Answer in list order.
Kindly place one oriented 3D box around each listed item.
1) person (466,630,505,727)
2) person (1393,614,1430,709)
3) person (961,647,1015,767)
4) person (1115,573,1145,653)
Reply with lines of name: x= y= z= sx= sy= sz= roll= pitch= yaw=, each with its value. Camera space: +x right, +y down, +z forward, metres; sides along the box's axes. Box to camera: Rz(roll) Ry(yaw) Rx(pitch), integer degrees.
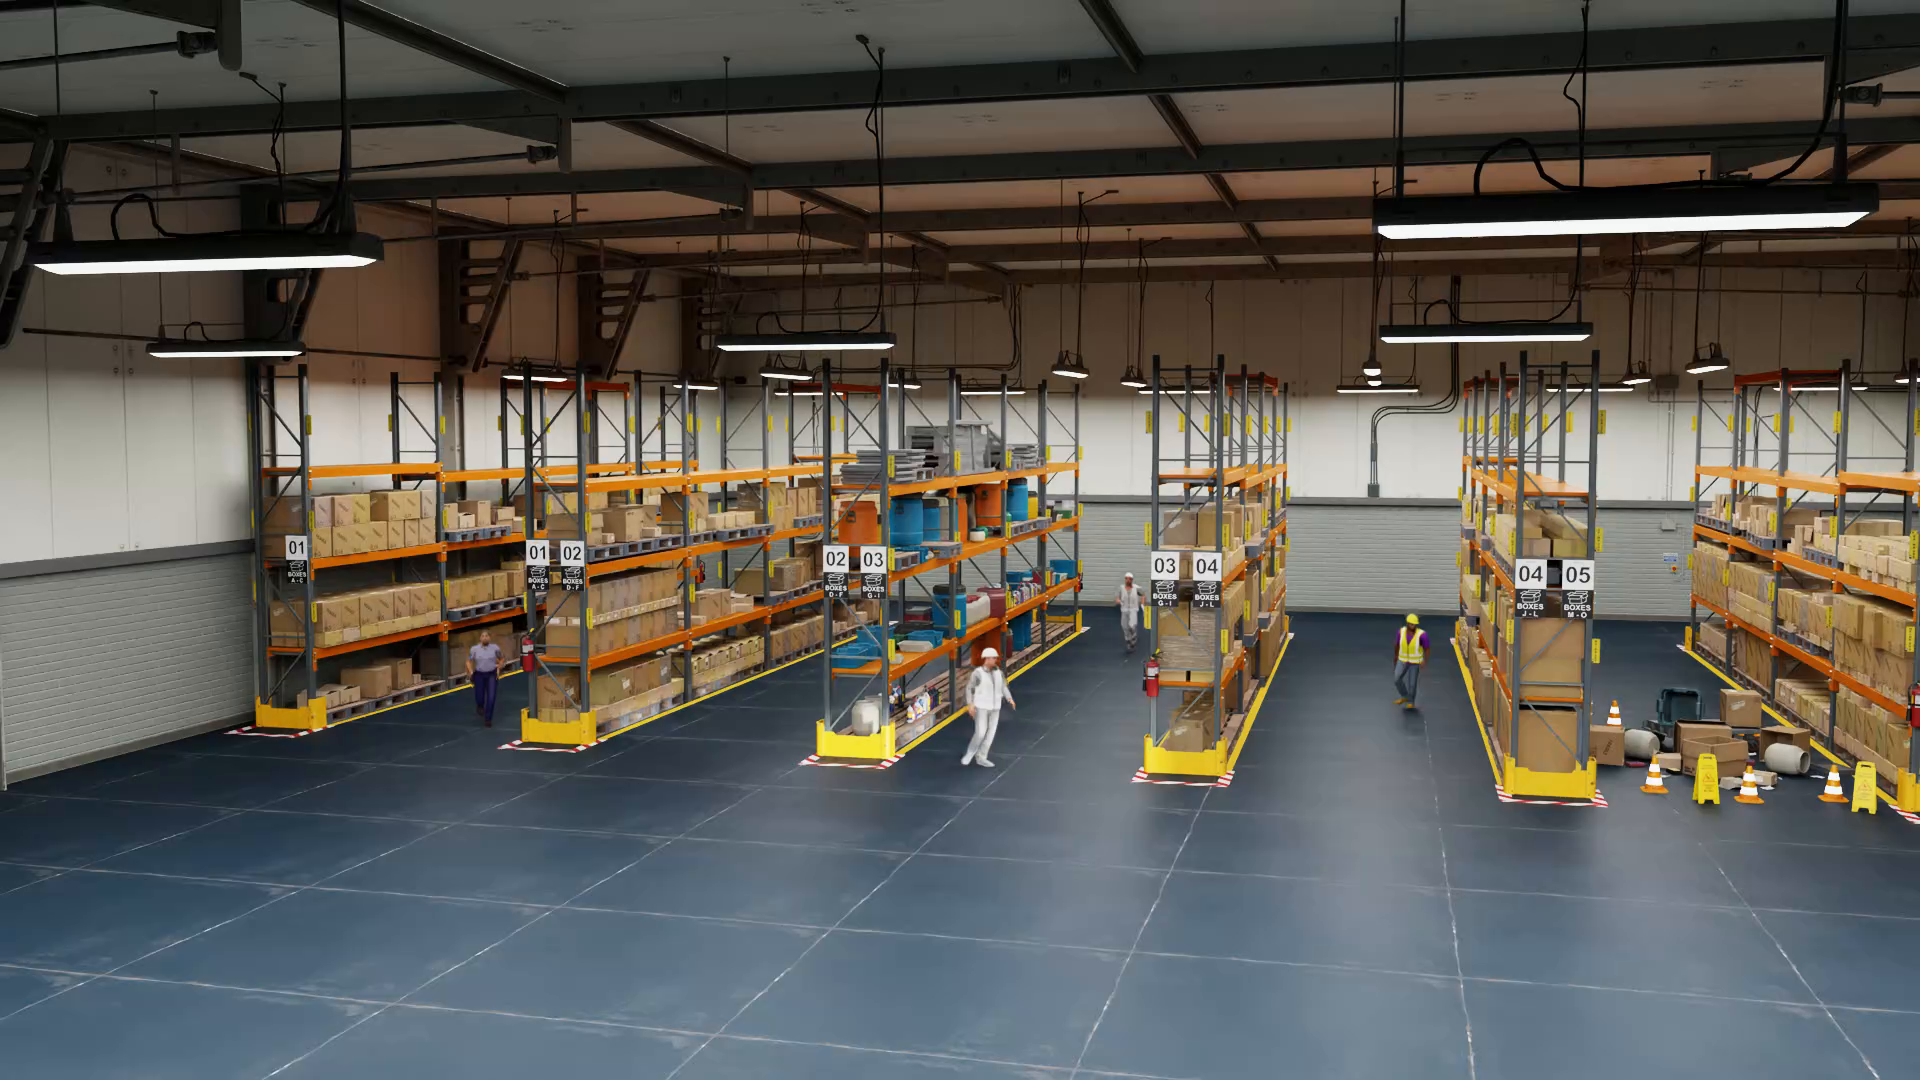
person: x=-7.935 y=2.298 z=27.827 sx=0.617 sy=1.601 sz=0.642 roll=-1 pitch=4 yaw=-17
person: x=7.886 y=2.129 z=29.119 sx=0.711 sy=1.714 sz=0.690 roll=2 pitch=4 yaw=29
person: x=0.417 y=2.456 z=24.298 sx=0.690 sy=1.764 sz=0.653 roll=-3 pitch=5 yaw=-35
person: x=3.722 y=1.593 z=36.498 sx=0.637 sy=1.766 sz=0.773 roll=1 pitch=4 yaw=14
